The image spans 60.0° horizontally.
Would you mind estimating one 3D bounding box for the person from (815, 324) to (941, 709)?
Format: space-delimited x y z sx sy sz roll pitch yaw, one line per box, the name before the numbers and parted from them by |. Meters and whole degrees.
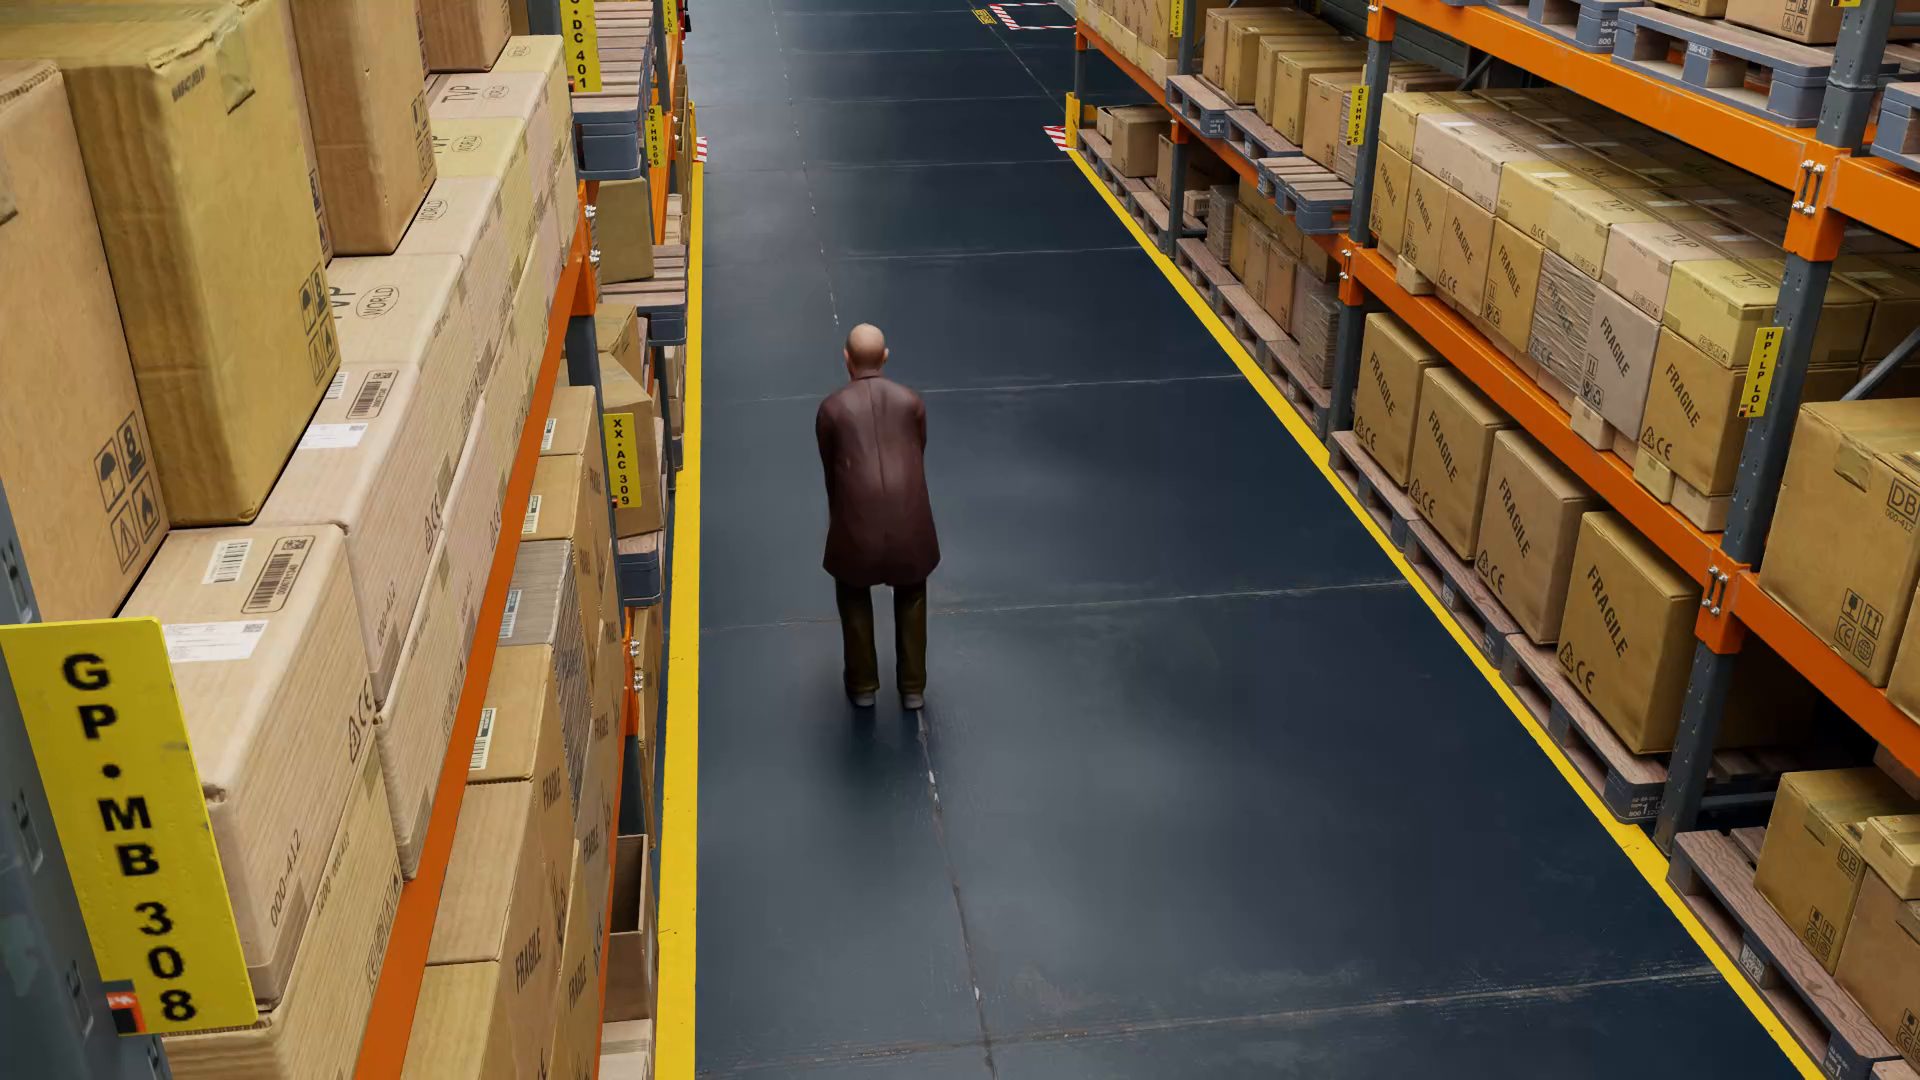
person | -0.362 -0.094 7.394 0.530 1.717 0.613 -4 27 -8
